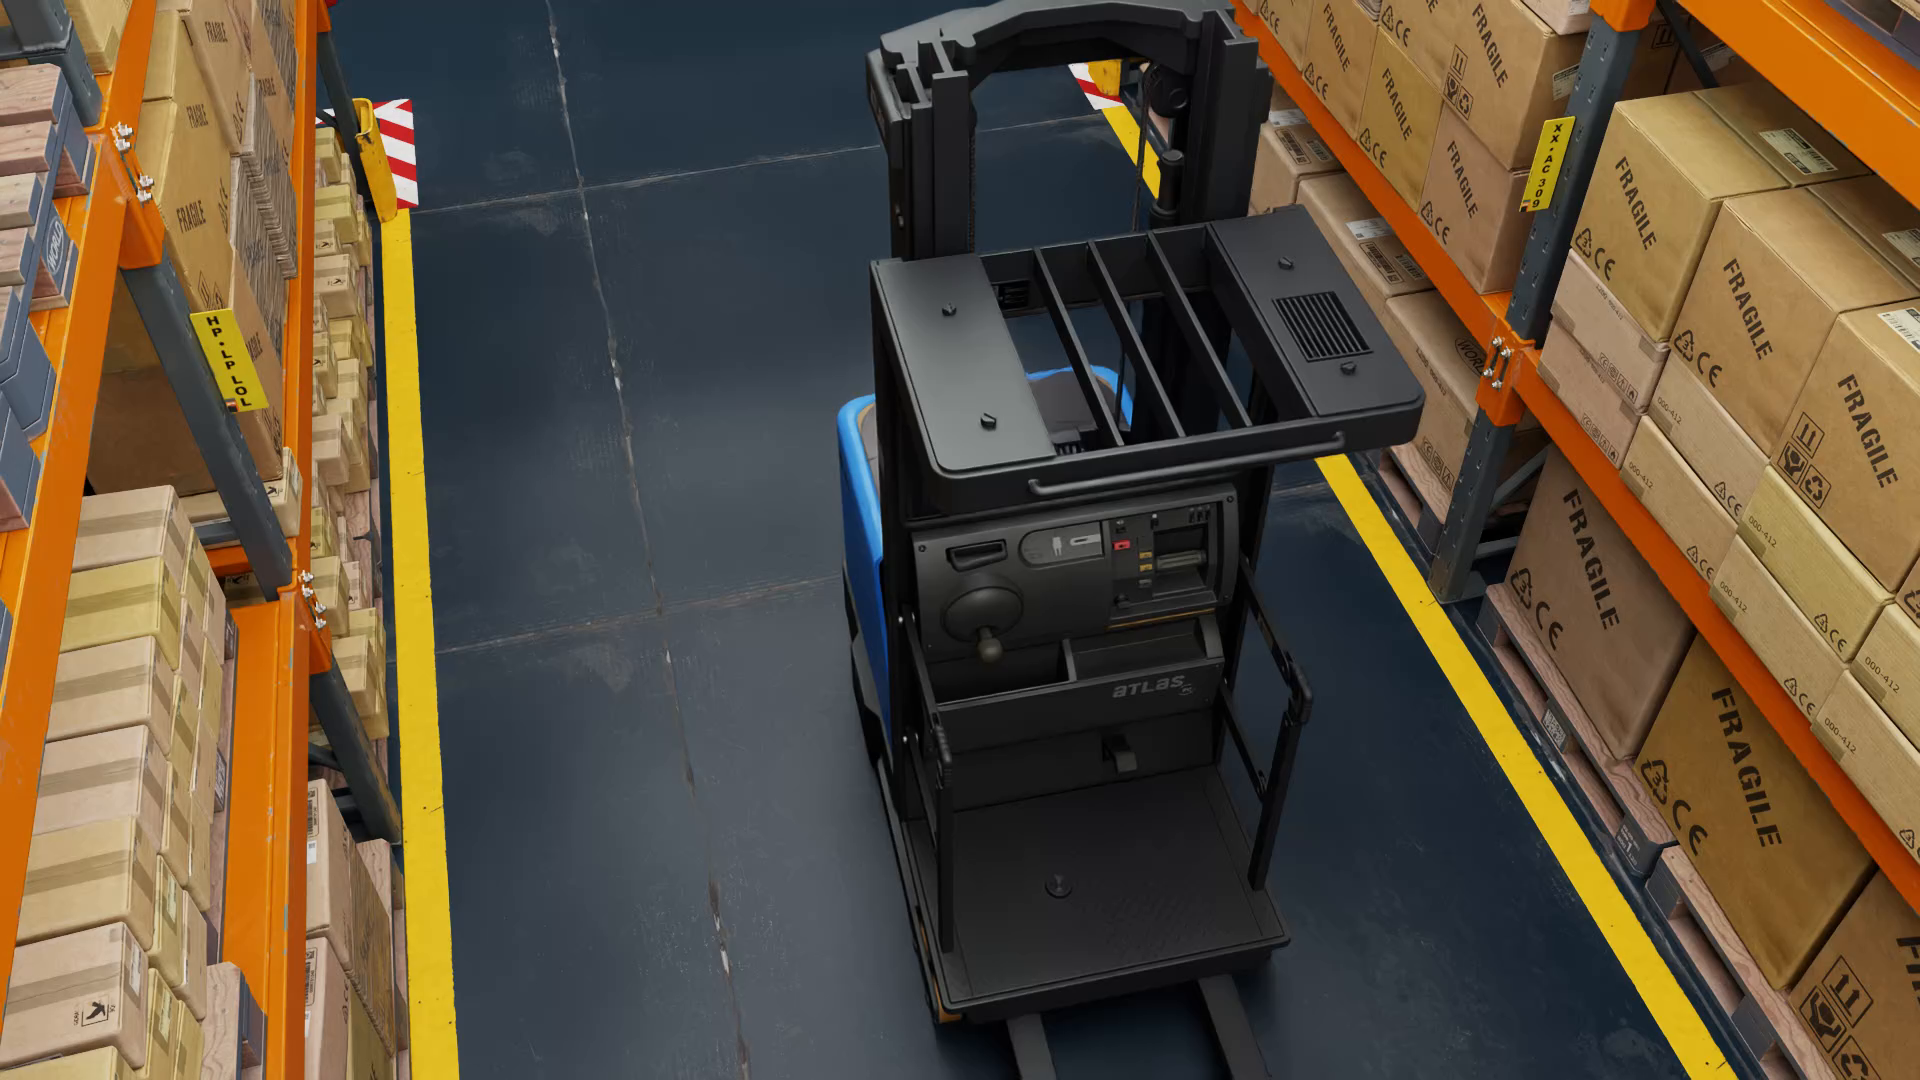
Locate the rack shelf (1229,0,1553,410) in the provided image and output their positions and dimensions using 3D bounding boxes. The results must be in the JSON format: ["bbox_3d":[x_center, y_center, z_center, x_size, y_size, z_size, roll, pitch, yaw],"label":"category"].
[{"bbox_3d":[1.830,-2.054,7.166,1.077,0.370,4.000,-11,47,-10],"label":"rack shelf"}]

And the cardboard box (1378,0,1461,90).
[{"bbox_3d":[1.832,-1.937,5.778,0.500,0.500,0.500,-11,47,-11],"label":"cardboard box"}]

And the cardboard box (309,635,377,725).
[{"bbox_3d":[-2.201,0.488,5.665,0.380,0.149,0.250,-9,46,-8],"label":"cardboard box"}]

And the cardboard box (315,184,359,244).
[{"bbox_3d":[-2.863,-1.410,7.317,0.380,0.149,0.250,-12,47,-11],"label":"cardboard box"}]

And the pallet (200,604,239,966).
[{"bbox_3d":[-2.362,0.672,4.126,1.003,0.211,1.213,-11,47,-10],"label":"pallet"}]

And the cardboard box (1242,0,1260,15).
[{"bbox_3d":[1.433,-2.639,7.166,0.500,0.500,0.500,-11,47,-11],"label":"cardboard box"}]

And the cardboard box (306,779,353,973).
[{"bbox_3d":[-1.982,0.984,4.617,0.500,0.250,0.500,-12,47,-11],"label":"cardboard box"}]

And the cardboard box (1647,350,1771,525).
[{"bbox_3d":[2.343,-0.337,4.735,0.500,0.250,0.500,-10,46,-10],"label":"cardboard box"}]

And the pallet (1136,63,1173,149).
[{"bbox_3d":[1.598,-2.172,8.731,1.003,0.211,1.213,-11,47,-10],"label":"pallet"}]

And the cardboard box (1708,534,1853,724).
[{"bbox_3d":[2.449,0.194,4.565,0.500,0.250,0.500,-11,47,-11],"label":"cardboard box"}]

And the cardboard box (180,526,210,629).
[{"bbox_3d":[-2.125,0.126,4.200,0.380,0.149,0.250,-9,46,-9],"label":"cardboard box"}]

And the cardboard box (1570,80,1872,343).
[{"bbox_3d":[2.177,-0.953,4.814,0.500,0.500,0.500,-10,46,-10],"label":"cardboard box"}]

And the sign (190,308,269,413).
[{"bbox_3d":[-1.882,-0.459,4.289,0.100,0.325,0.005,-11,47,-10],"label":"sign"}]

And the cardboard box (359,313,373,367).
[{"bbox_3d":[-2.755,-0.845,7.180,0.380,0.149,0.250,-13,47,-12],"label":"cardboard box"}]

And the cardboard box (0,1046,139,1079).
[{"bbox_3d":[-1.723,1.110,3.027,0.380,0.149,0.250,-11,47,-11],"label":"cardboard box"}]

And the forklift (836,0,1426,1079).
[{"bbox_3d":[0.381,0.192,4.510,1.130,2.935,3.031,-9,46,-9],"label":"forklift"}]

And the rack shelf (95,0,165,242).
[{"bbox_3d":[-2.929,-2.129,5.139,1.077,0.370,4.000,-11,47,-10],"label":"rack shelf"}]

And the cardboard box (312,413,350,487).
[{"bbox_3d":[-2.506,-0.316,6.245,0.380,0.149,0.250,-10,46,-9],"label":"cardboard box"}]

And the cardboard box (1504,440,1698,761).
[{"bbox_3d":[2.578,0.086,5.760,0.875,0.875,0.875,-9,46,-9],"label":"cardboard box"}]

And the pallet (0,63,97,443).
[{"bbox_3d":[-2.362,-0.488,3.159,1.213,0.211,1.003,-11,47,-10],"label":"pallet"}]

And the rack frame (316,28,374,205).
[{"bbox_3d":[-3.441,-2.711,7.307,1.000,3.000,0.127,-11,47,-10],"label":"rack frame"}]

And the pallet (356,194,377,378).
[{"bbox_3d":[-3.248,-1.115,7.695,1.003,0.211,1.213,-11,47,-10],"label":"pallet"}]

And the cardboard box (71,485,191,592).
[{"bbox_3d":[-2.126,0.024,4.091,0.380,0.149,0.250,-9,46,-8],"label":"cardboard box"}]

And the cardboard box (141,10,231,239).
[{"bbox_3d":[-2.445,-1.150,4.798,0.500,0.500,0.500,-12,47,-12],"label":"cardboard box"}]

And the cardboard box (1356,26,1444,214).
[{"bbox_3d":[1.839,-1.587,6.135,0.500,0.500,0.500,-12,47,-11],"label":"cardboard box"}]

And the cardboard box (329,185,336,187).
[{"bbox_3d":[-3.015,-1.462,7.576,0.380,0.149,0.250,-12,47,-11],"label":"cardboard box"}]

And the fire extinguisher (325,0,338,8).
[{"bbox_3d":[-3.060,-2.812,7.721,0.296,0.674,0.183,-11,47,-10],"label":"fire extinguisher"}]

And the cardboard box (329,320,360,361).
[{"bbox_3d":[-2.703,-0.758,6.887,0.380,0.149,0.250,-9,46,-8],"label":"cardboard box"}]

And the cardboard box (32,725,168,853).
[{"bbox_3d":[-1.924,0.570,3.557,0.380,0.149,0.250,-11,47,-10],"label":"cardboard box"}]

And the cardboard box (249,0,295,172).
[{"bbox_3d":[-2.694,-1.536,5.877,0.500,0.500,0.500,-9,46,-8],"label":"cardboard box"}]

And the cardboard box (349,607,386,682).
[{"bbox_3d":[-2.268,0.407,5.953,0.380,0.149,0.250,-9,46,-9],"label":"cardboard box"}]

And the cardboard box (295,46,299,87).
[{"bbox_3d":[-2.891,-1.929,6.716,0.380,0.149,0.250,-10,46,-9],"label":"cardboard box"}]

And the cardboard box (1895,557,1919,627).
[{"bbox_3d":[2.598,0.096,3.786,0.500,0.500,0.500,-11,47,-11],"label":"cardboard box"}]

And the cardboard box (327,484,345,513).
[{"bbox_3d":[-2.563,-0.213,6.352,0.380,0.149,0.250,-9,46,-8],"label":"cardboard box"}]

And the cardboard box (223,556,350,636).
[{"bbox_3d":[-2.318,0.216,5.723,0.380,0.149,0.250,-9,46,-8],"label":"cardboard box"}]

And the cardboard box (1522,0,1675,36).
[{"bbox_3d":[1.955,-1.691,5.083,0.380,0.149,0.250,-12,47,-11],"label":"cardboard box"}]

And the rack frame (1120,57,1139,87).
[{"bbox_3d":[1.318,-3.686,8.262,1.000,3.000,0.127,-11,47,-10],"label":"rack frame"}]

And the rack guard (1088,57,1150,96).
[{"bbox_3d":[1.312,-2.828,9.171,1.175,0.500,0.348,-11,47,-10],"label":"rack guard"}]

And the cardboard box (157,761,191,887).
[{"bbox_3d":[-1.921,0.667,3.669,0.380,0.149,0.250,-12,47,-12],"label":"cardboard box"}]

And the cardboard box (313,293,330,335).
[{"bbox_3d":[-2.775,-0.842,6.761,0.380,0.149,0.250,-12,47,-12],"label":"cardboard box"}]

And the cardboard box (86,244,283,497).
[{"bbox_3d":[-2.300,-0.477,4.839,0.500,0.500,0.500,-11,47,-11],"label":"cardboard box"}]

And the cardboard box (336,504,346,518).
[{"bbox_3d":[-2.598,-0.100,6.450,0.380,0.149,0.250,-13,47,-12],"label":"cardboard box"}]

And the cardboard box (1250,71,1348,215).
[{"bbox_3d":[1.826,-1.869,7.981,0.875,0.438,0.875,-10,46,-9],"label":"cardboard box"}]

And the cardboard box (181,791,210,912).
[{"bbox_3d":[-1.931,0.754,3.793,0.380,0.149,0.250,-13,47,-12],"label":"cardboard box"}]

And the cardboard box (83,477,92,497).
[{"bbox_3d":[-2.814,-0.371,4.735,0.500,0.500,0.500,-11,47,-10],"label":"cardboard box"}]

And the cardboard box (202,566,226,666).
[{"bbox_3d":[-2.124,0.229,4.307,0.380,0.149,0.250,-12,47,-11],"label":"cardboard box"}]
